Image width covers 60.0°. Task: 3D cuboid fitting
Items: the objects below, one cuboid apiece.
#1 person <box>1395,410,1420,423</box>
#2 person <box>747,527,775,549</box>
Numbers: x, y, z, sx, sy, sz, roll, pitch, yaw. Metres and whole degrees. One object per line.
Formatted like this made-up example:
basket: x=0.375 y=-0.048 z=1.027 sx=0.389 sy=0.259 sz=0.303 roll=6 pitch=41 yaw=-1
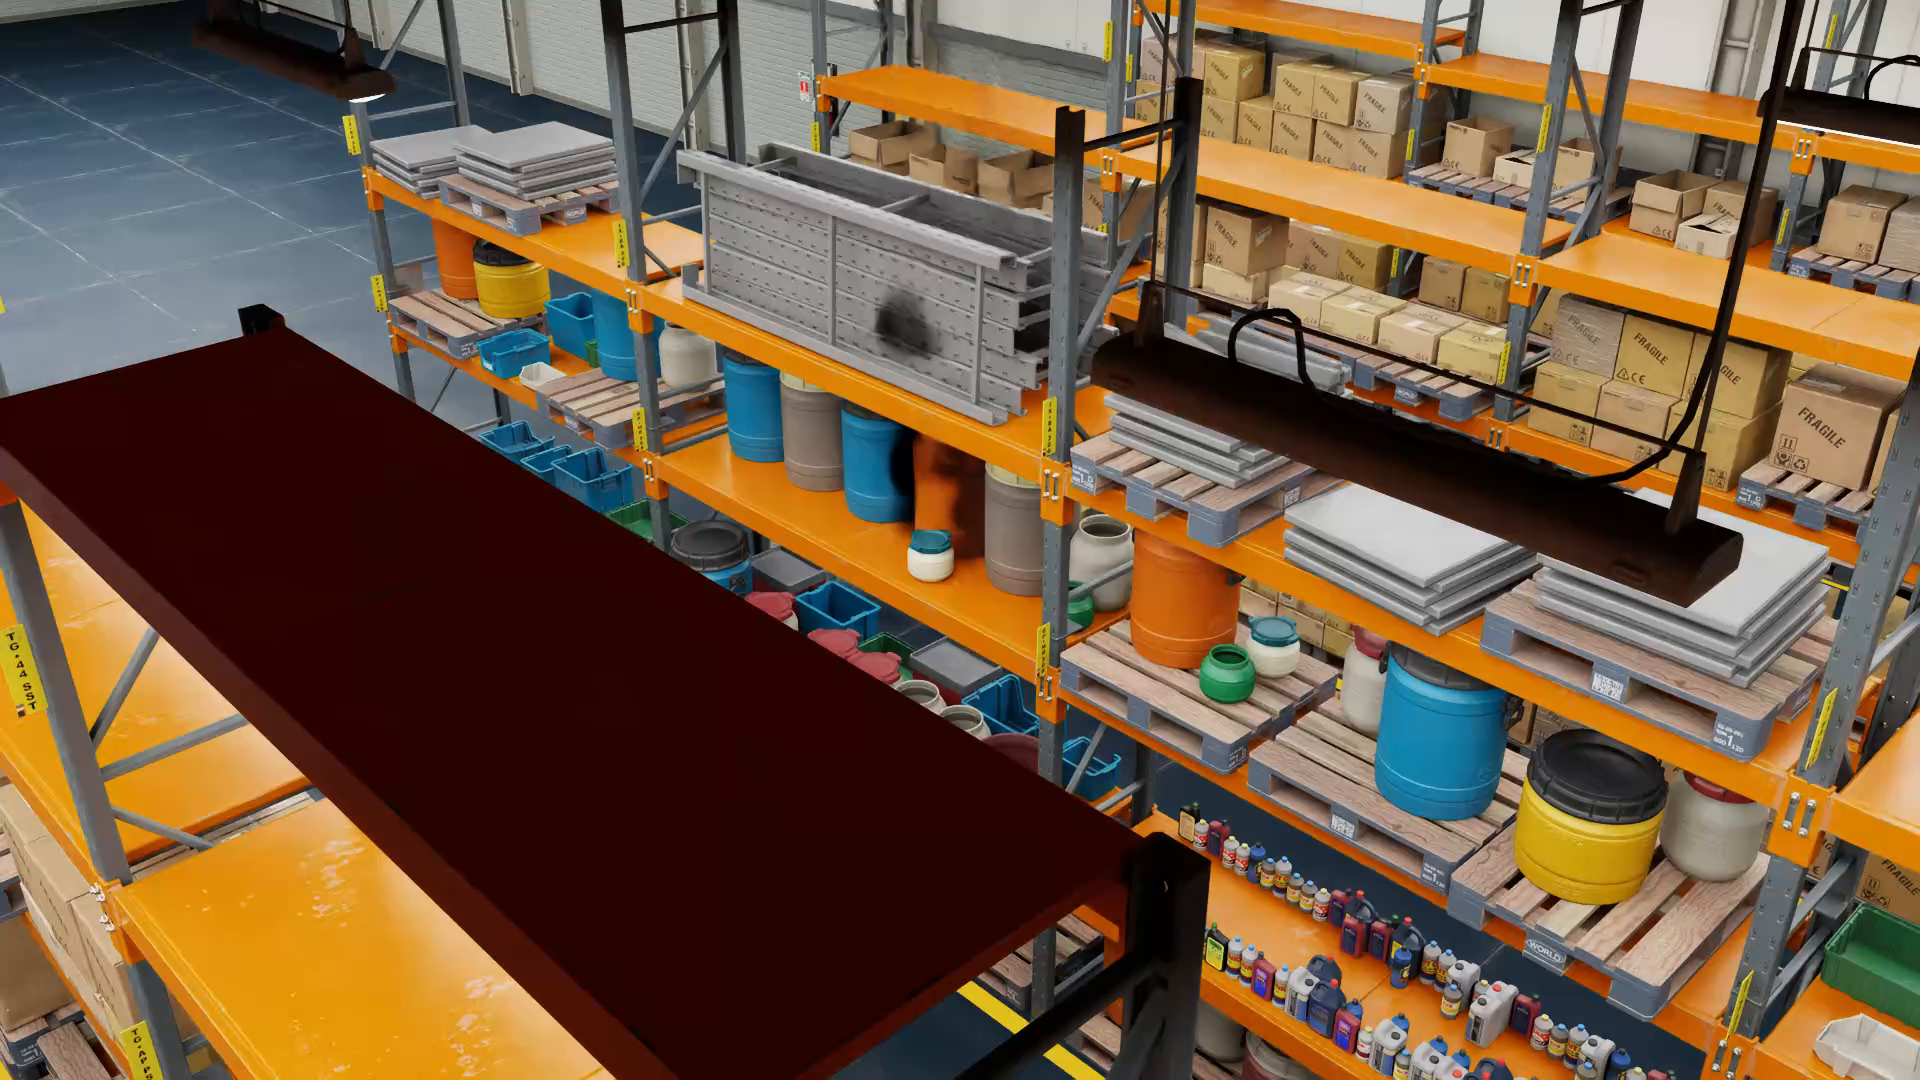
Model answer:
person: x=4.193 y=-0.496 z=16.051 sx=0.720 sy=1.684 sz=0.618 roll=23 pitch=36 yaw=36
person: x=-1.709 y=-0.372 z=15.706 sx=0.812 sy=1.824 sz=0.682 roll=16 pitch=32 yaw=27
